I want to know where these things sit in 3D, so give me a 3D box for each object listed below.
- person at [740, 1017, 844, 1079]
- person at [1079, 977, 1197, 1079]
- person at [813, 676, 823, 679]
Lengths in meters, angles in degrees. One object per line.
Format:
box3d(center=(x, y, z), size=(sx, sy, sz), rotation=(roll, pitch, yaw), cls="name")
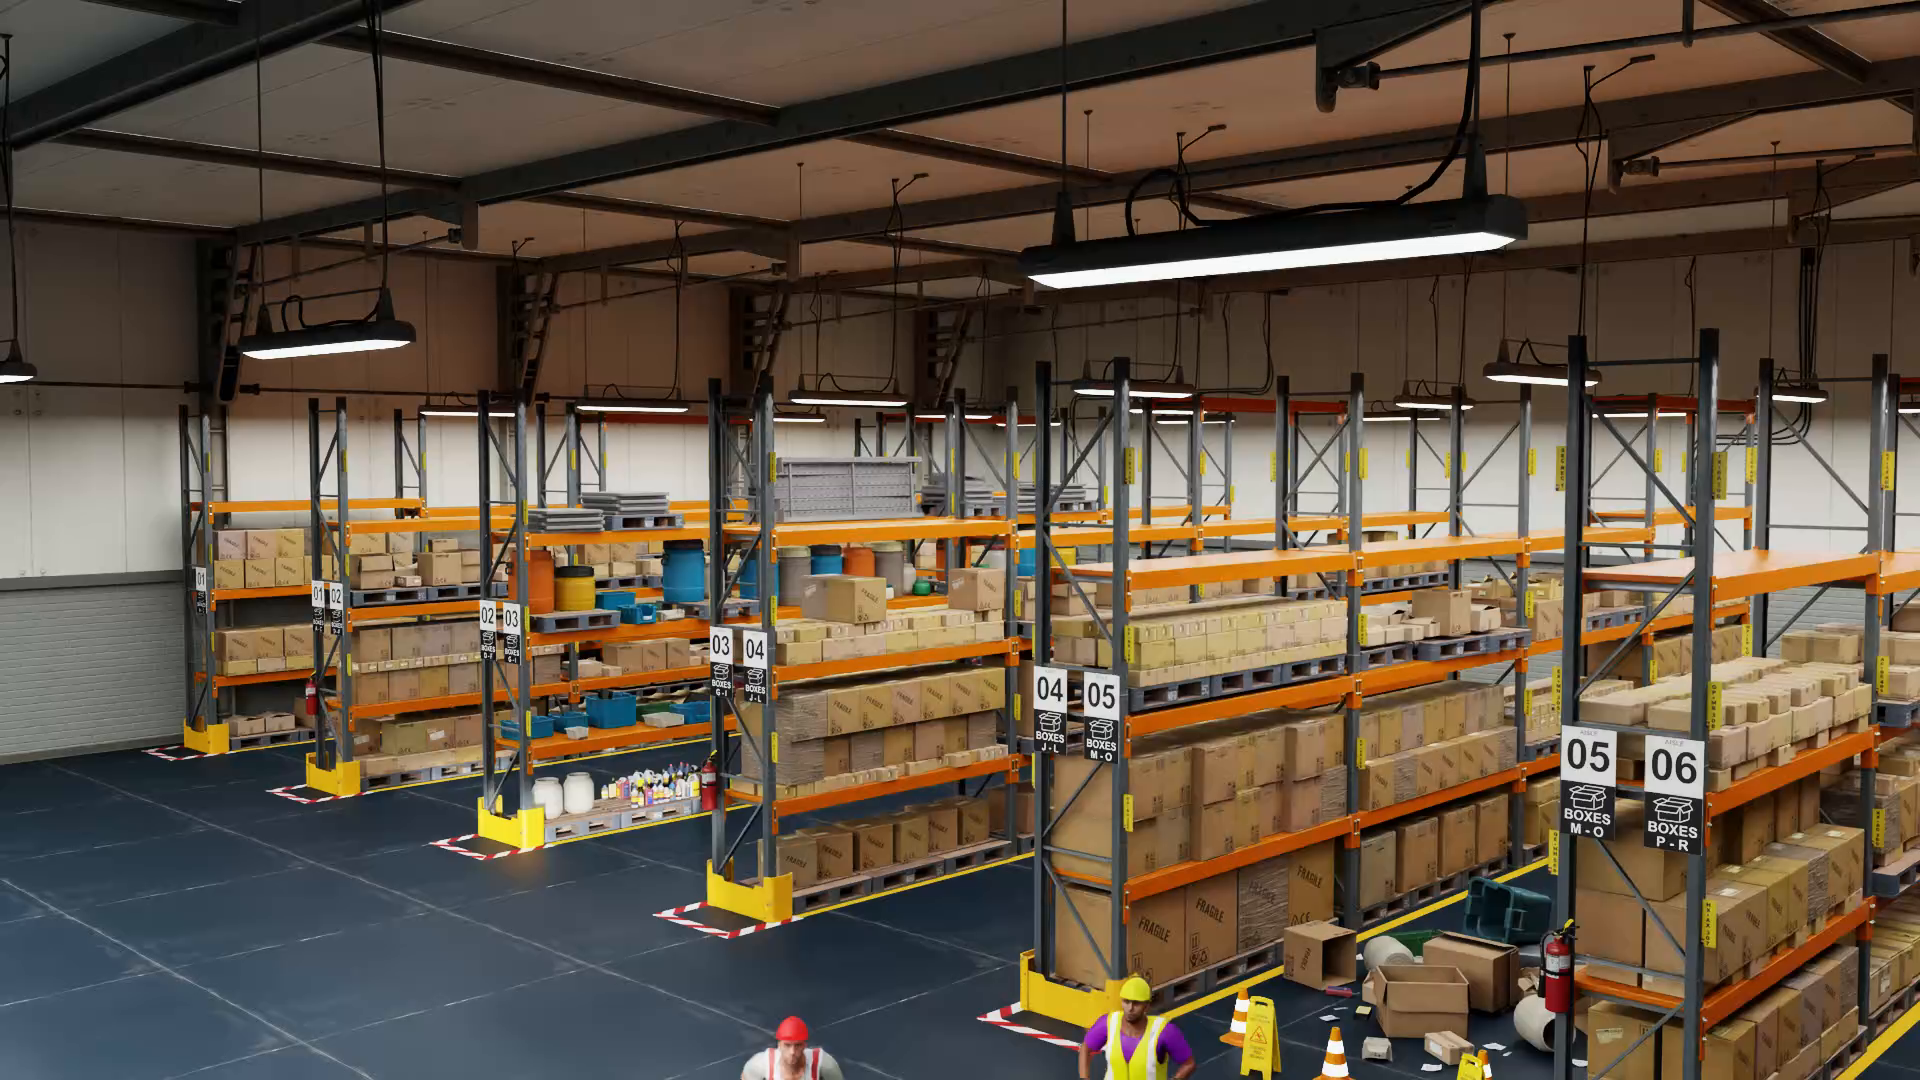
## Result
box3d(center=(-1.053, 3.772, 10.478), size=(0.654, 1.712, 0.778), rotation=(0, 3, -8), cls="person")
box3d(center=(1.119, 3.744, 11.016), size=(0.887, 1.760, 0.663), rotation=(1, 3, 17), cls="person")
box3d(center=(-2.312, 2.831, 29.296), size=(0.561, 1.681, 1.029), rotation=(3, 4, 41), cls="person")
